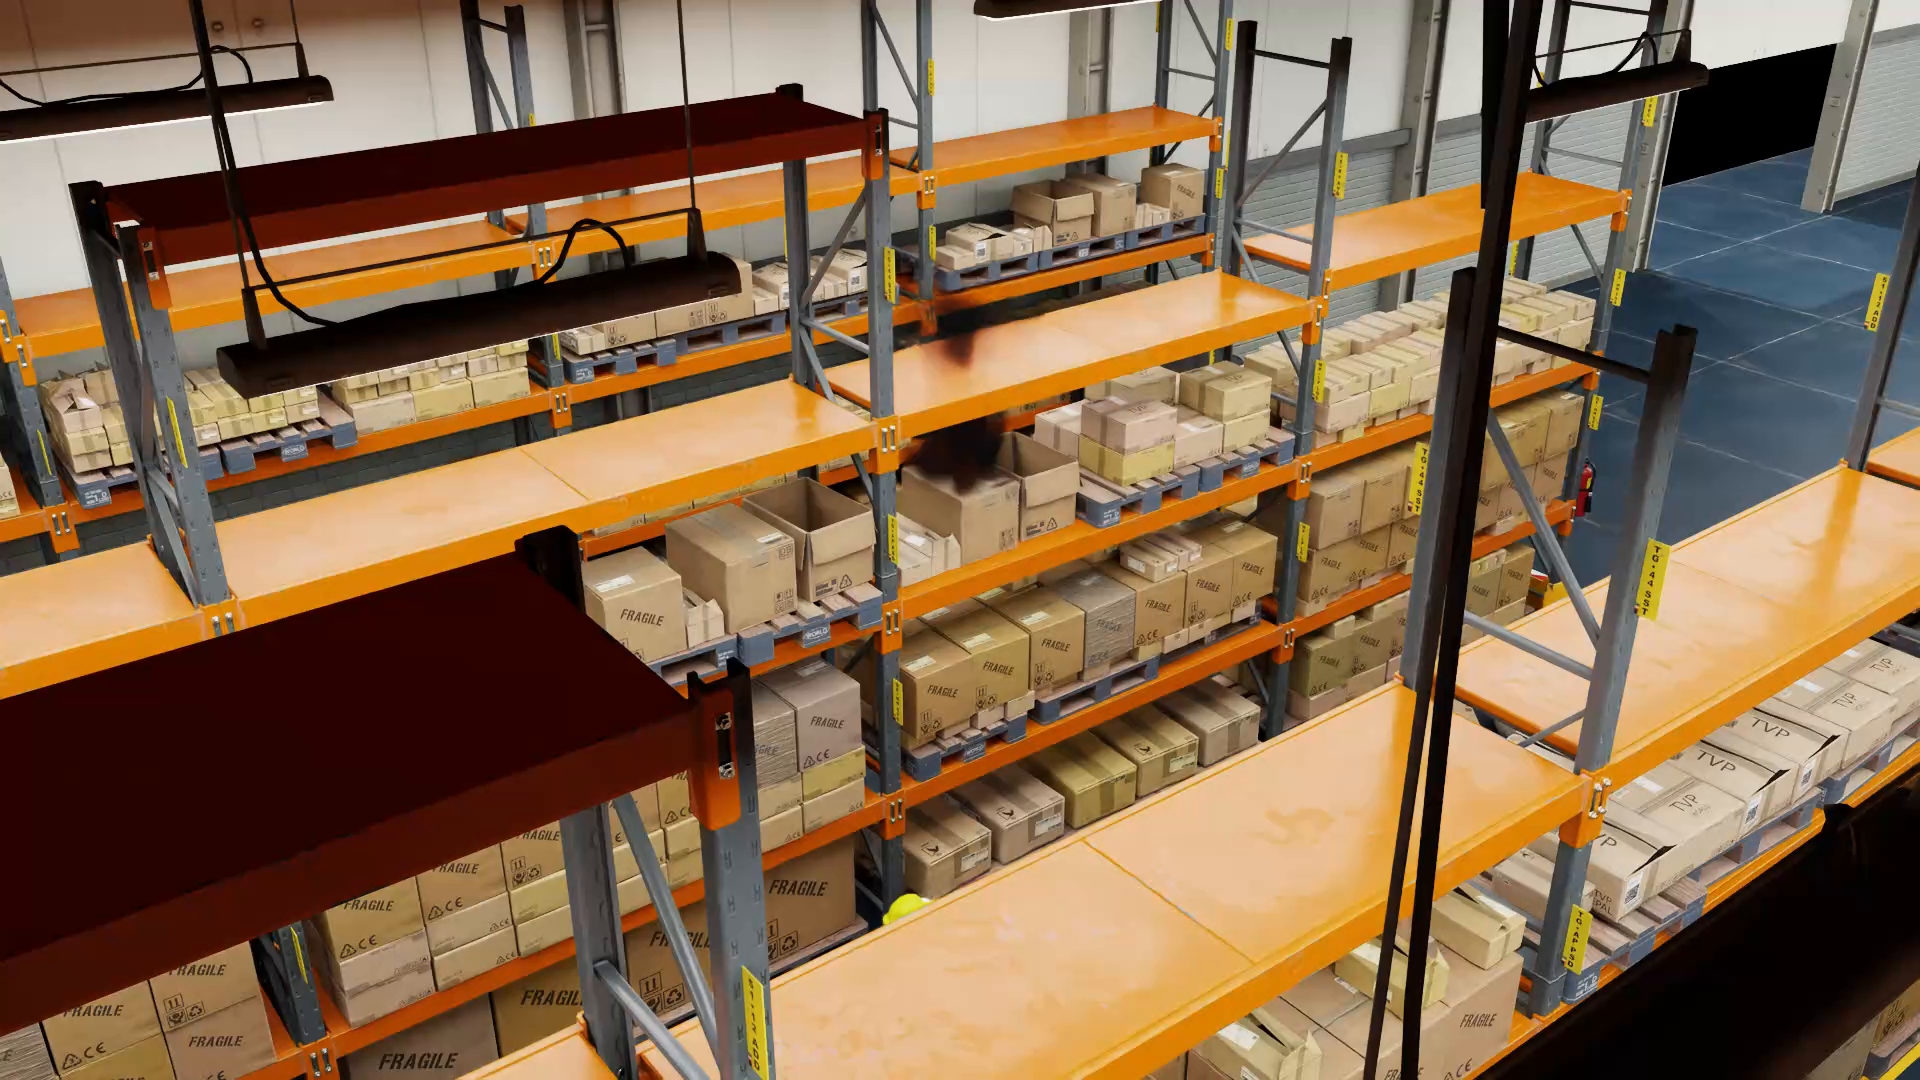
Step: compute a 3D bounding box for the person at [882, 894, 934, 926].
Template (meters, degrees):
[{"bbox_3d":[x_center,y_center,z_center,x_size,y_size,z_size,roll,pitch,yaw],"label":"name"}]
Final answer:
[{"bbox_3d":[-0.039,2.830,10.575,0.945,1.563,0.724,-13,29,-24],"label":"person"}]
